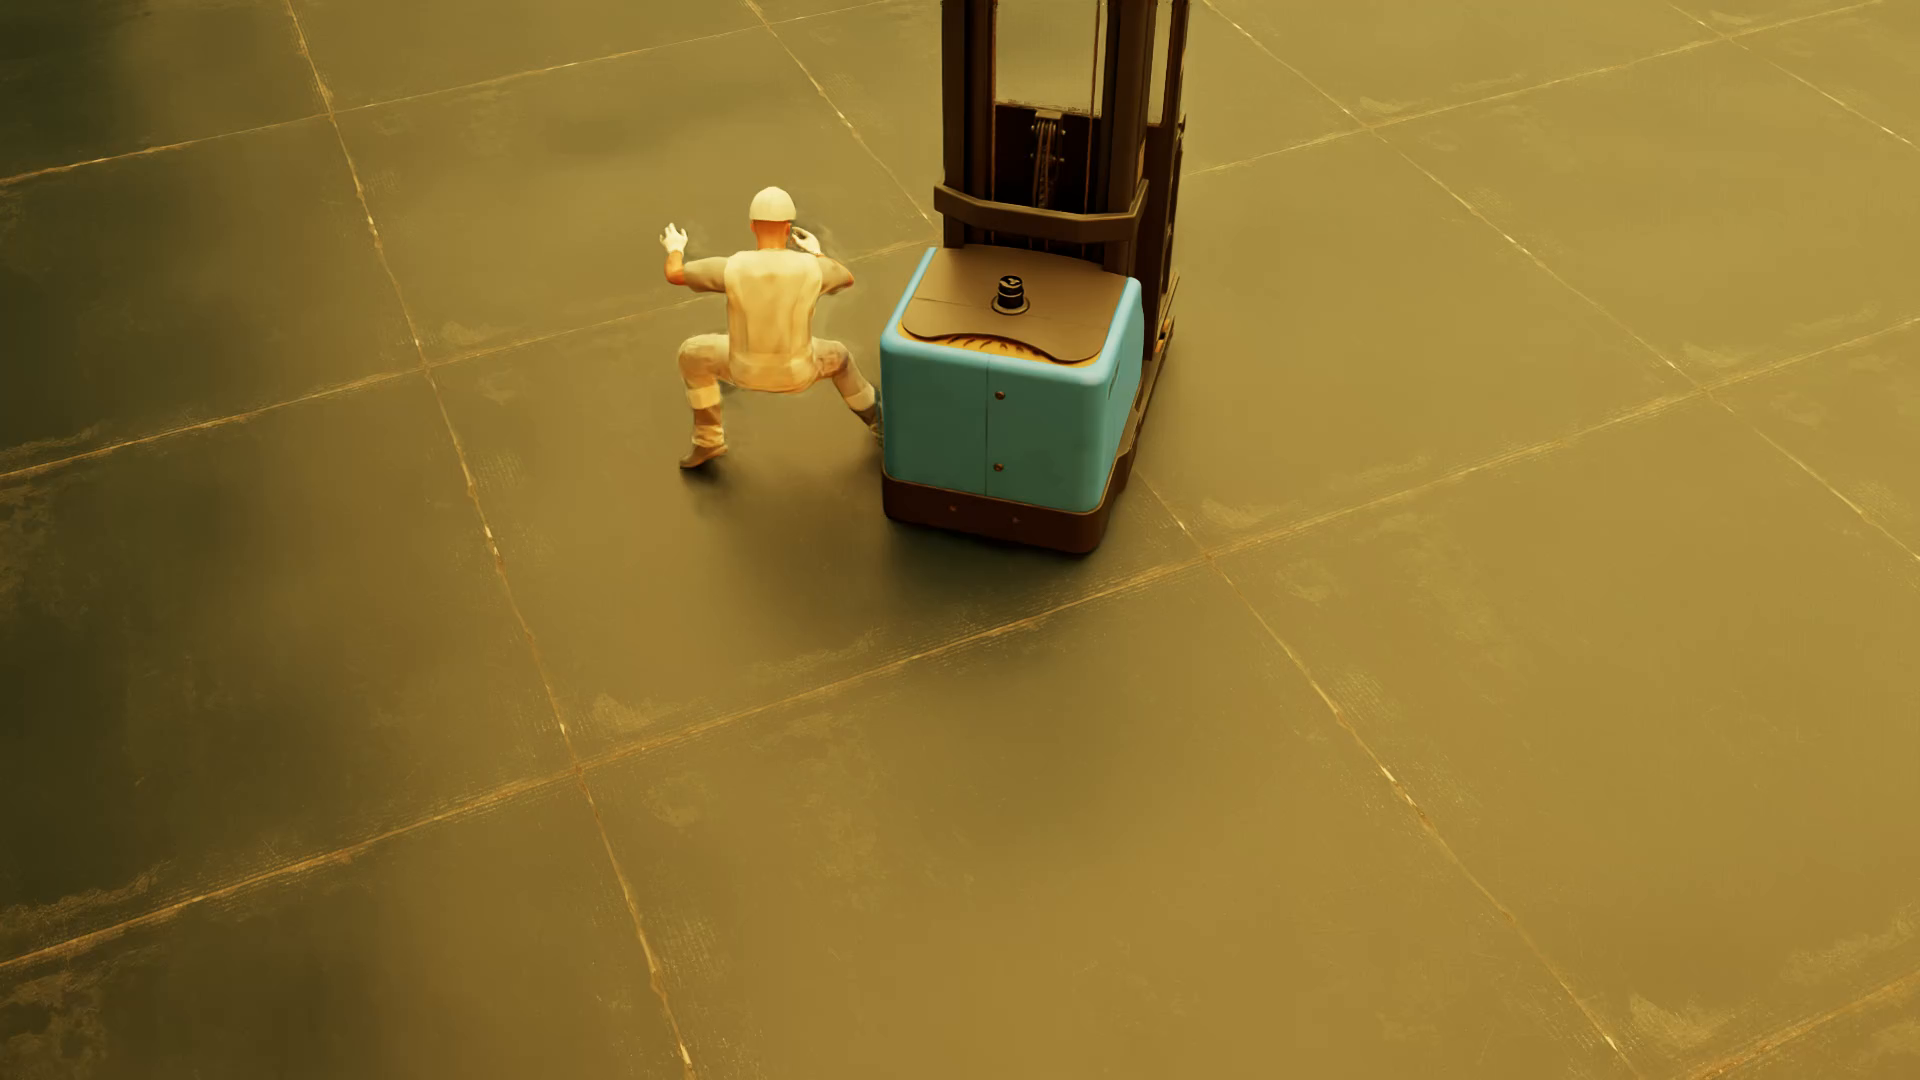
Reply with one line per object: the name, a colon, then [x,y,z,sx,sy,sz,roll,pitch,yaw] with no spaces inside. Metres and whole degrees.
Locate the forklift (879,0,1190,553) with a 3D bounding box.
forklift: [0.522,-2.033,7.859,1.130,2.935,3.031,11,44,11]

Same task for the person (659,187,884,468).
person: [-0.855,-0.994,7.789,1.069,1.535,0.734,-2,43,-2]
